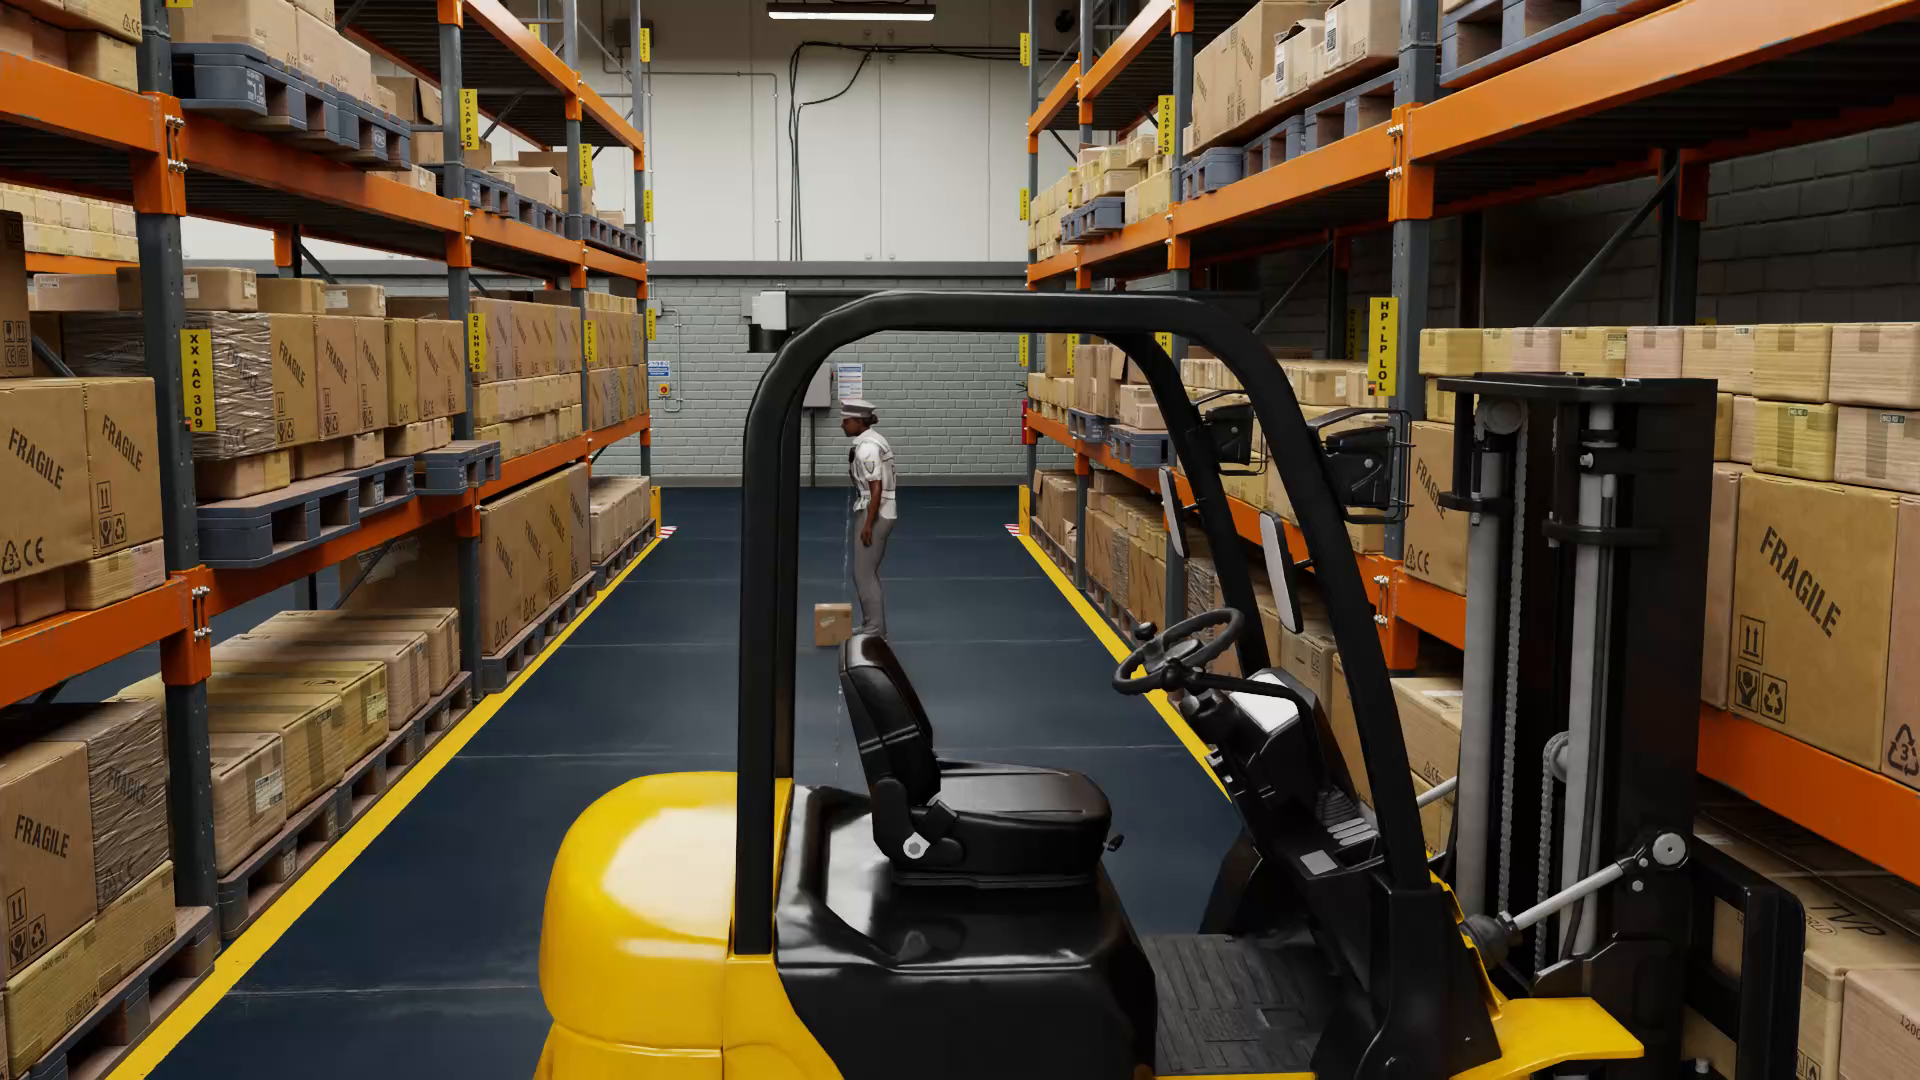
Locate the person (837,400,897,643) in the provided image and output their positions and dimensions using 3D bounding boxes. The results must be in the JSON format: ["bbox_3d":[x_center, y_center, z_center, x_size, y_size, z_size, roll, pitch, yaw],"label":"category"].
[{"bbox_3d":[-0.627,-0.123,11.274,0.397,1.656,0.518,-1,7,-5],"label":"person"}]
